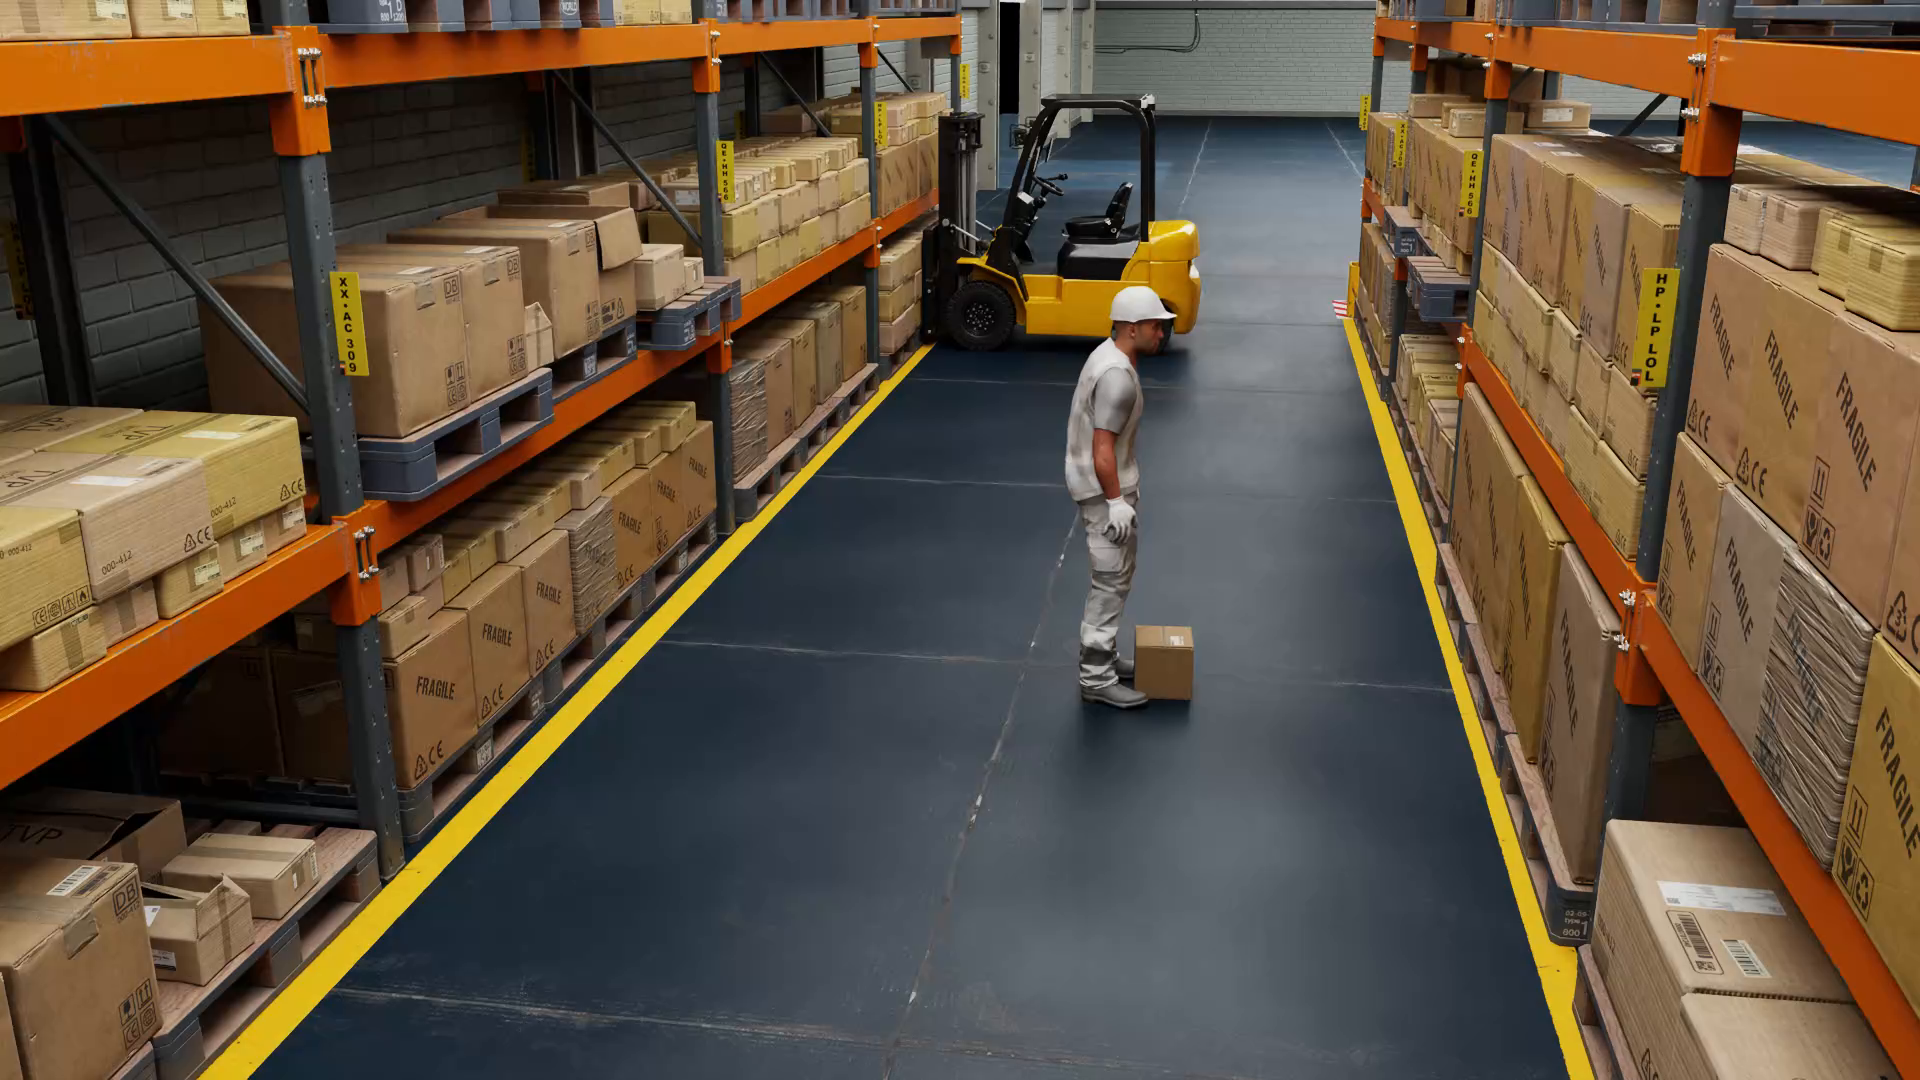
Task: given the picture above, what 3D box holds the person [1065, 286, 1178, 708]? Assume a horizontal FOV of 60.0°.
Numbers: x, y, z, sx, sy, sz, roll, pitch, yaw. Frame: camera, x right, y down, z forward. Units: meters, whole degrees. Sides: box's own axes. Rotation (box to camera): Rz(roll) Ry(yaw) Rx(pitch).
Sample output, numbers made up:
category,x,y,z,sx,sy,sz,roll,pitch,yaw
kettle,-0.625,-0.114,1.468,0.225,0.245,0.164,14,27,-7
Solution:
category,x,y,z,sx,sy,sz,roll,pitch,yaw
person,0.677,-0.200,7.153,0.454,1.779,0.620,2,18,8
